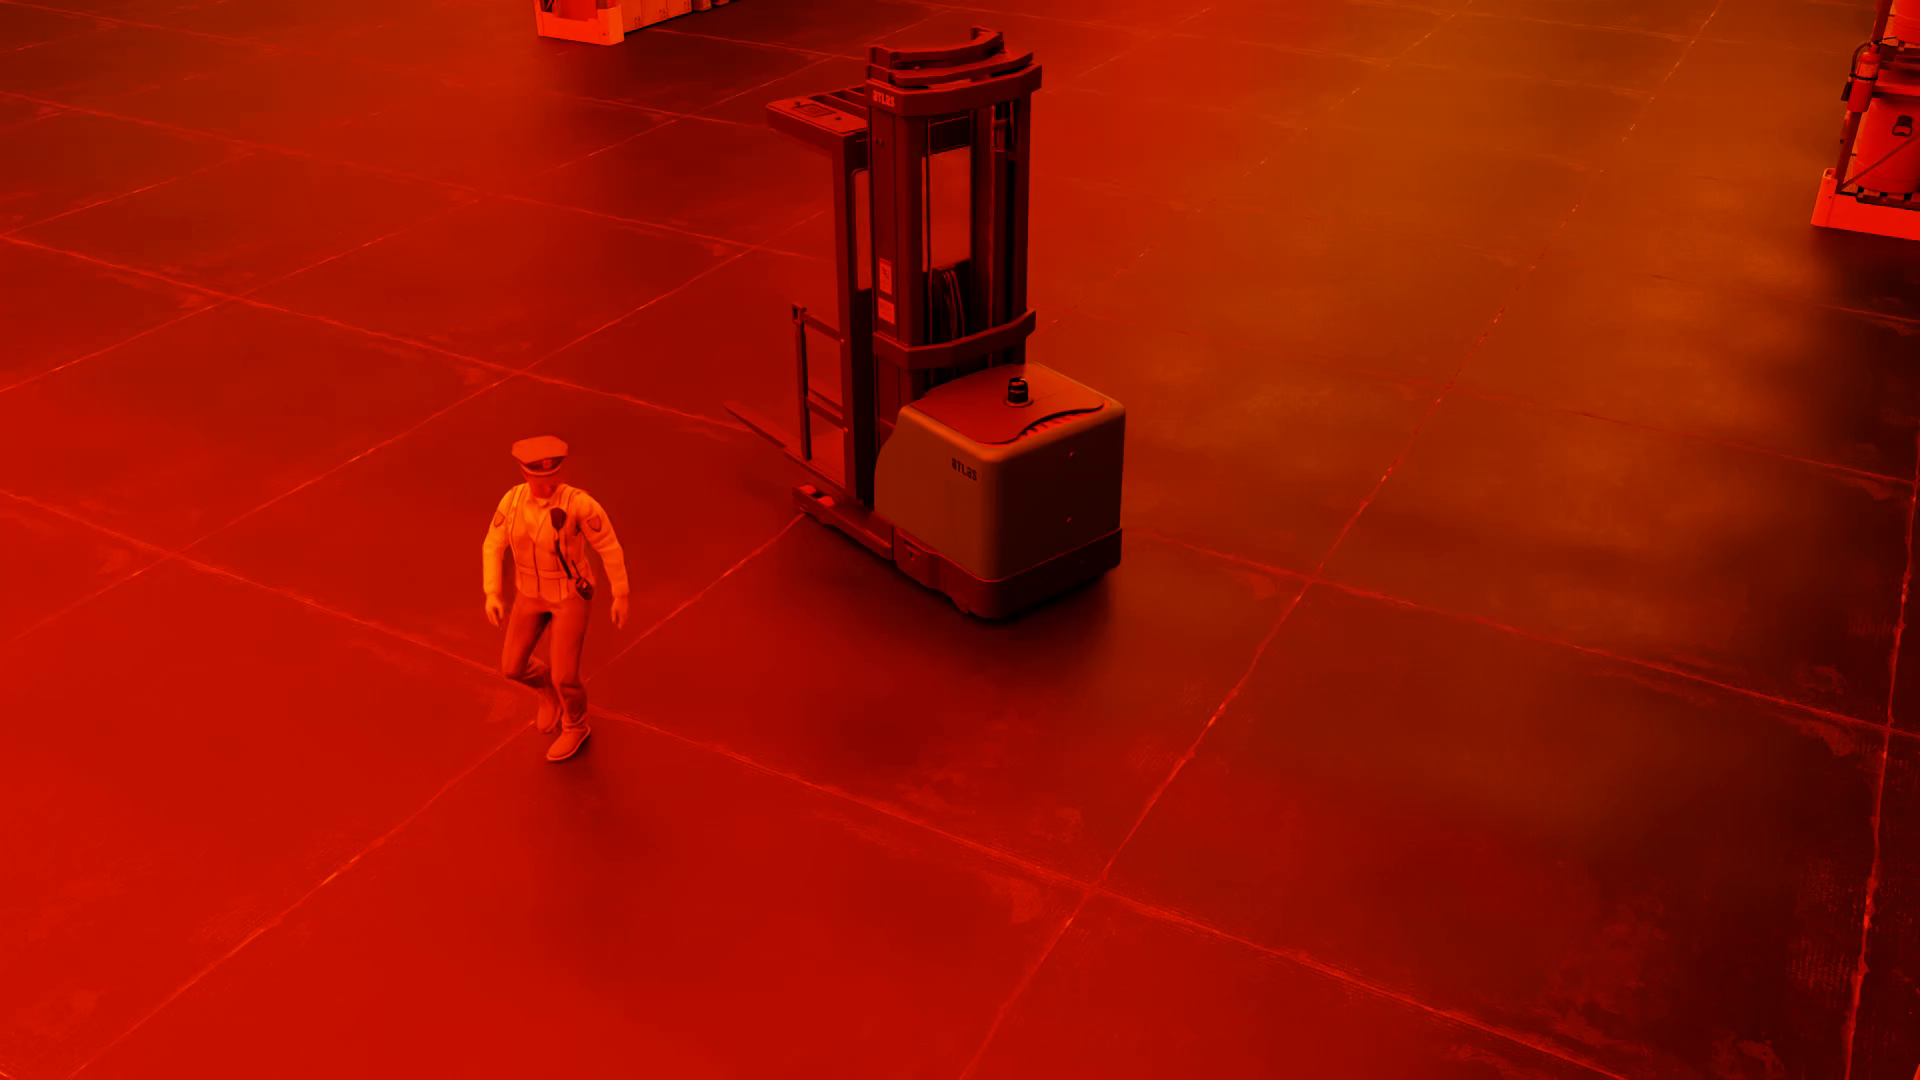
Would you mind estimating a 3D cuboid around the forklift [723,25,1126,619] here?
[{"bbox_3d":[-0.382,-1.507,9.682,1.130,2.935,3.031,-22,37,-33],"label":"forklift"}]

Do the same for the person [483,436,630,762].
[{"bbox_3d":[-1.908,0.298,7.862,0.707,1.635,0.434,11,32,18],"label":"person"}]
